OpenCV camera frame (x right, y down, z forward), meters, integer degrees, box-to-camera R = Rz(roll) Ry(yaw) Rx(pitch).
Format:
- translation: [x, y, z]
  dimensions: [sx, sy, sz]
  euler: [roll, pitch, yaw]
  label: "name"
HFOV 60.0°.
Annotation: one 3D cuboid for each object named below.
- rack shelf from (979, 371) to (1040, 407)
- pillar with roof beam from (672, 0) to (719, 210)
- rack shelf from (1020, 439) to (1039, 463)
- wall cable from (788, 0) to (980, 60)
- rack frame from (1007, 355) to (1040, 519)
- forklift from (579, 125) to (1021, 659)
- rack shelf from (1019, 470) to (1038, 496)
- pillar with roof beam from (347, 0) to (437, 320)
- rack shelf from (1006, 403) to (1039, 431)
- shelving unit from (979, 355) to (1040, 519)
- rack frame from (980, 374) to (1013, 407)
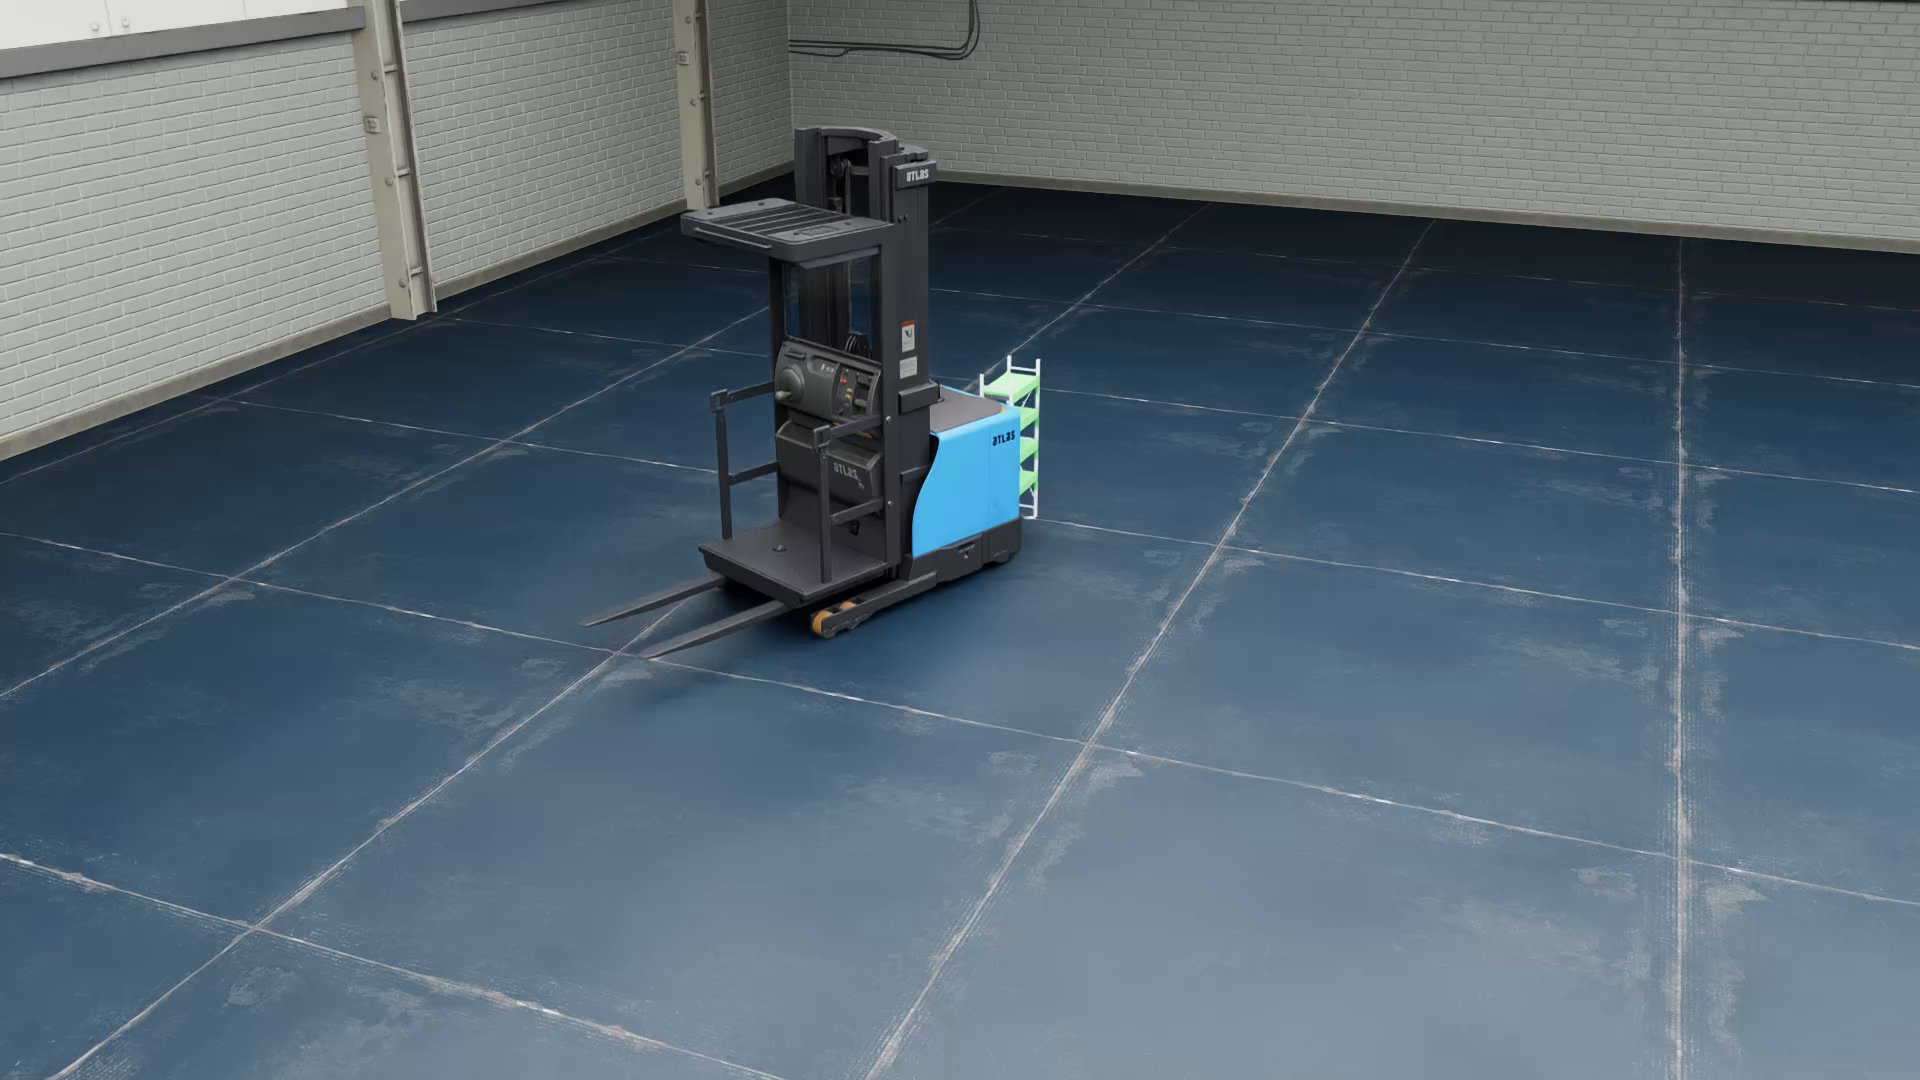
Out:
- translation: [0.348, -1.029, 11.578]
  dimensions: [0.258, 0.148, 0.480]
  euler: [10, 25, 22]
  label: "rack shelf"
- translation: [0.504, -8.049, 19.344]
  dimensions: [9.100, 9.000, 0.400]
  euler: [9, 24, 20]
  label: "pillar with roof beam"
- translation: [0.348, -0.586, 11.763]
  dimensions: [0.258, 0.148, 0.480]
  euler: [10, 25, 22]
  label: "rack shelf"
- translation: [-1.171, -8.097, 23.489]
  dimensions: [3.097, 2.526, 0.112]
  euler: [9, 24, 20]
  label: "wall cable"
- translation: [0.447, -0.731, 11.944]
  dimensions: [0.240, 1.200, 0.015]
  euler: [10, 25, 22]
  label: "rack frame"
- translation: [-0.981, -0.969, 10.267]
  dimensions: [3.031, 2.935, 1.130]
  euler: [-21, 31, -41]
  label: "forklift"
- translation: [0.348, -0.365, 11.855]
  dimensions: [0.258, 0.148, 0.480]
  euler: [10, 25, 22]
  label: "rack shelf"
- translation: [-1.724, -5.902, 14.204]
  dimensions: [9.100, 9.000, 0.400]
  euler: [9, 24, 20]
  label: "pillar with roof beam"
- translation: [0.348, -0.808, 11.670]
  dimensions: [0.258, 0.148, 0.480]
  euler: [10, 25, 22]
  label: "rack shelf"
- translation: [0.348, -0.645, 11.738]
  dimensions: [0.258, 1.200, 0.503]
  euler: [10, 25, 22]
  label: "shelving unit"
- translation: [0.248, -0.559, 11.532]
  dimensions: [0.240, 1.200, 0.015]
  euler: [10, 25, 22]
  label: "rack frame"
